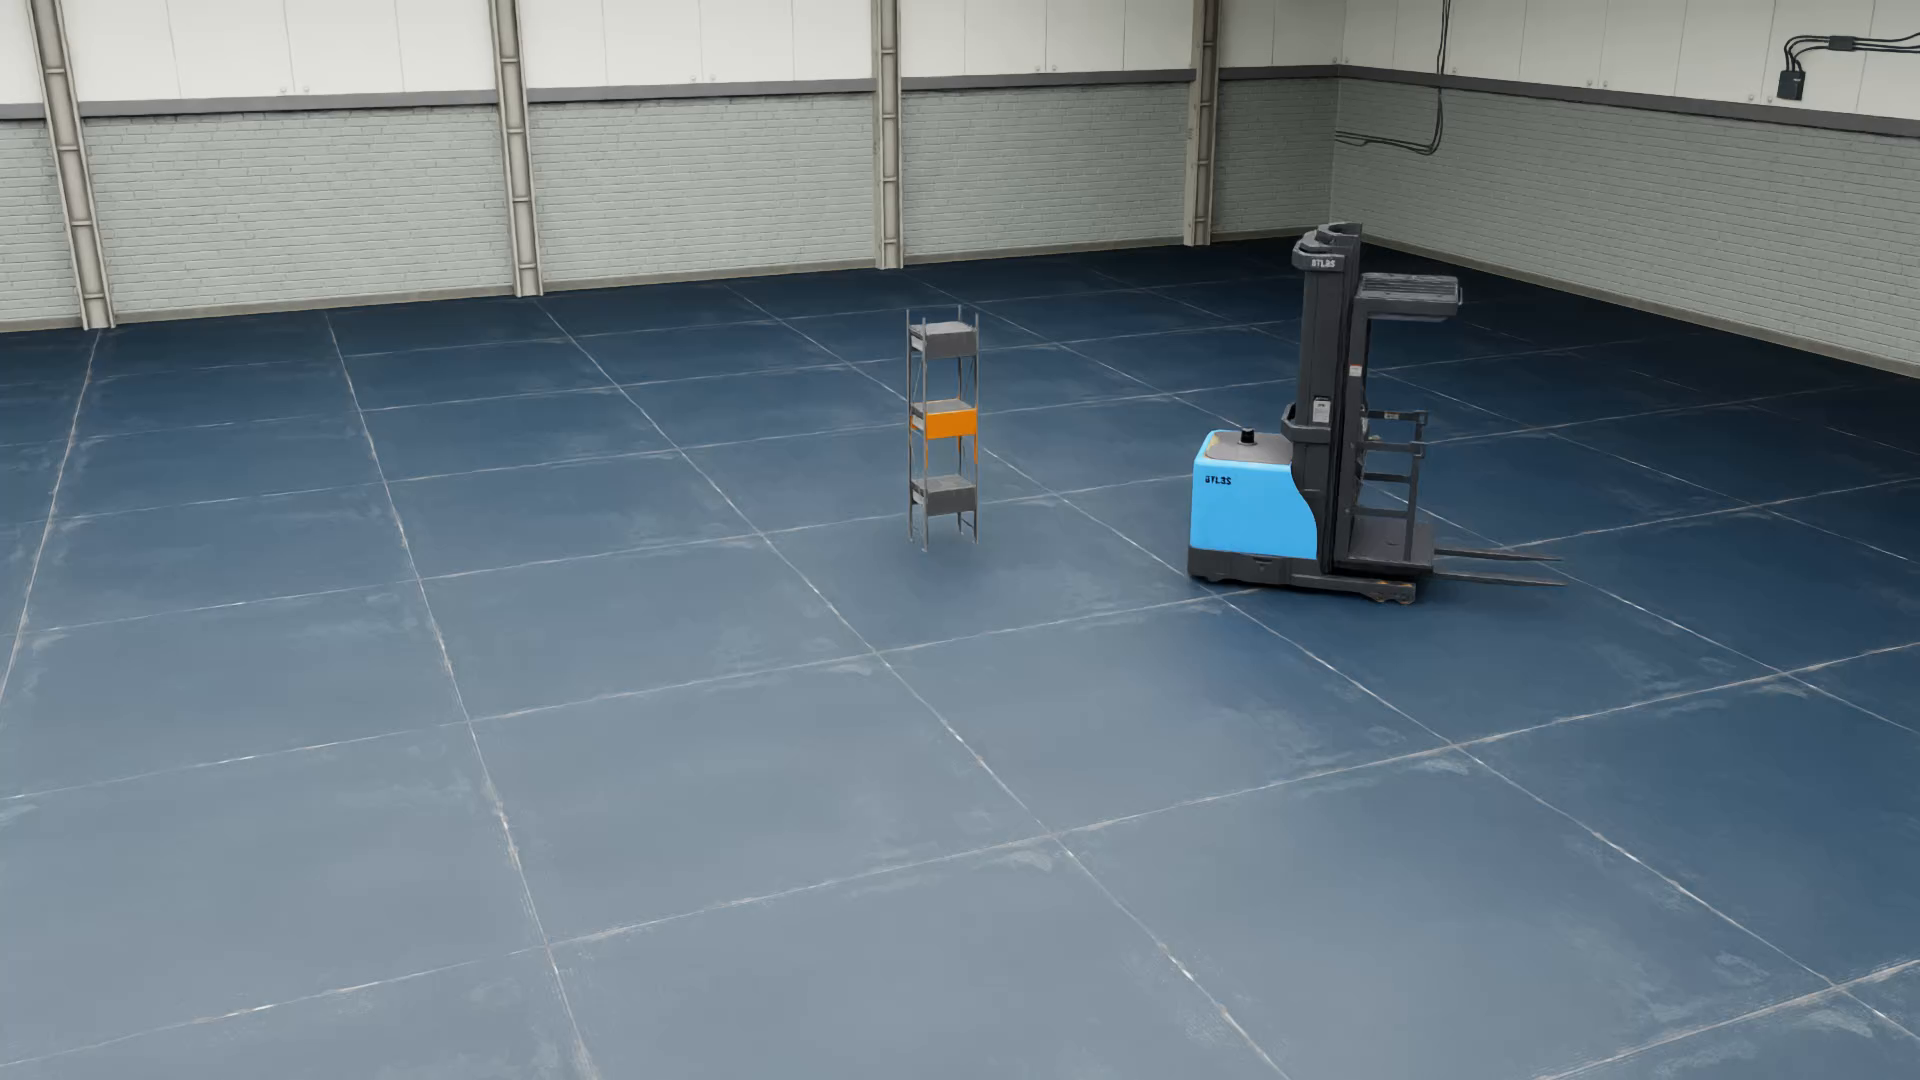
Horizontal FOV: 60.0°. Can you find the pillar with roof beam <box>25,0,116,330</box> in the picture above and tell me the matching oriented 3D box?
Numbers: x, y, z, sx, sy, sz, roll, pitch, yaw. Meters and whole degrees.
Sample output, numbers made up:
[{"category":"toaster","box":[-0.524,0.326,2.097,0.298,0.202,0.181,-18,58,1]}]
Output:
[{"category":"pillar with roof beam","box":[-10.509,-5.959,18.396,0.400,9.000,9.100,-8,21,-22]}]

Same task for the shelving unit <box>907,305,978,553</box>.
[{"category":"shelving unit","box":[-0.152,-0.969,14.611,0.503,2.100,0.431,-8,21,-22]}]

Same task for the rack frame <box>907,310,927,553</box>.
[{"category":"rack frame","box":[-0.376,-0.937,14.520,0.015,2.100,0.400,-8,21,-22]}]

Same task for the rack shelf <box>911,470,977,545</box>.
[{"category":"rack shelf","box":[-0.152,-0.295,14.848,0.480,0.518,0.431,-8,21,-22]}]

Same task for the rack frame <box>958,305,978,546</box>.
[{"category":"rack frame","box":[0.072,-1.001,14.703,0.015,2.100,0.400,-8,21,-22]}]

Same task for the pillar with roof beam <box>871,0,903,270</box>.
[{"category":"pillar with roof beam","box":[0.509,-7.537,22.880,0.400,9.000,9.100,-8,21,-22]}]

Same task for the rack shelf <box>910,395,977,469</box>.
[{"category":"rack shelf","box":[-0.152,-0.956,14.616,0.480,0.518,0.431,-8,21,-22]}]

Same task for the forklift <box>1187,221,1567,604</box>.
[{"category":"forklift","box":[3.495,-1.056,13.607,3.031,2.935,1.130,5,20,15]}]

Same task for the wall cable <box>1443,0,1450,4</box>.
[{"category":"wall cable","box":[8.614,-9.716,26.139,0.112,2.526,3.097,-8,21,-22]}]

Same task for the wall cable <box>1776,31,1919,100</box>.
[{"category":"wall cable","box":[11.288,-8.331,20.012,0.169,6.003,2.305,-8,21,-22]}]

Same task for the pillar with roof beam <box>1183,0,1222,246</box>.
[{"category":"pillar with roof beam","box":[6.019,-8.327,25.121,0.400,9.000,9.100,-8,21,-22]}]

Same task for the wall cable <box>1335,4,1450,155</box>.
[{"category":"wall cable","box":[7.542,-8.159,29.321,0.112,2.526,3.097,-8,21,-22]}]

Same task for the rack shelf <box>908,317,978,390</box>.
[{"category":"rack shelf","box":[-0.152,-1.616,14.384,0.480,0.518,0.431,-8,21,-22]}]

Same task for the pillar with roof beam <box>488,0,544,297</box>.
[{"category":"pillar with roof beam","box":[-5.000,-6.748,20.638,0.400,9.000,9.100,-8,21,-22]}]
